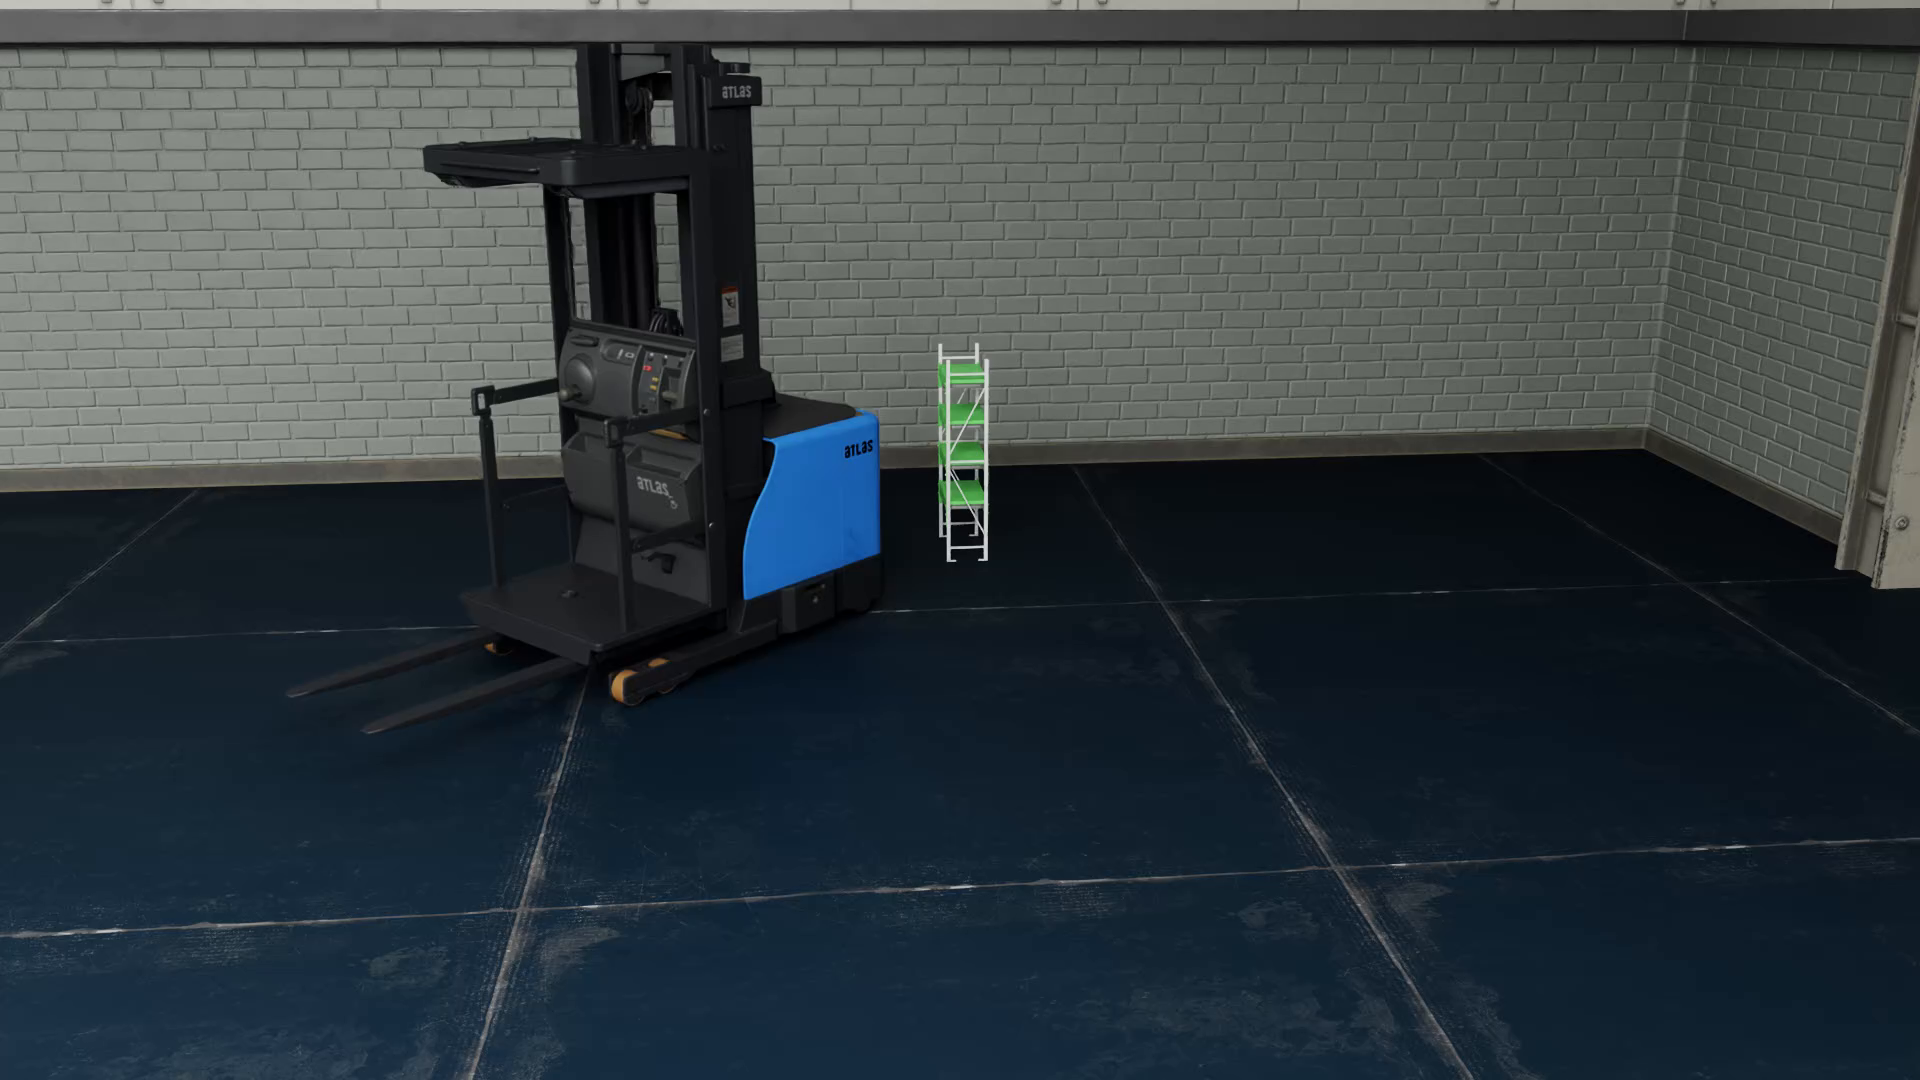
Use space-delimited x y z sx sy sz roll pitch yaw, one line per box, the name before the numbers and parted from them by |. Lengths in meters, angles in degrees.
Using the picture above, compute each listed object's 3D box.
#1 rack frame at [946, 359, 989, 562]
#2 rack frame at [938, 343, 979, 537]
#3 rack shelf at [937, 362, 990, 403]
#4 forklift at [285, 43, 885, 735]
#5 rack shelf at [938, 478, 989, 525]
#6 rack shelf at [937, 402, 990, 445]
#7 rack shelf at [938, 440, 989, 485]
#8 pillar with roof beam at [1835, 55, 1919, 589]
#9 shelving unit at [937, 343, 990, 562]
rack frame | 0.042 -0.450 9.609 0.240 1.200 0.015 -2 18 -6
rack frame | -0.008 -0.596 10.072 0.240 1.200 0.015 -2 18 -6
rack shelf | 0.017 -0.920 9.716 0.258 0.148 0.480 -2 18 -6
forklift | -1.737 -0.797 7.821 1.130 2.935 3.031 14 22 38
rack shelf | 0.017 -0.233 9.931 0.258 0.148 0.480 -2 18 -6
rack shelf | 0.017 -0.691 9.788 0.258 0.148 0.480 -2 18 -6
rack shelf | 0.017 -0.462 9.859 0.258 0.148 0.480 -2 18 -6
pillar with roof beam | 0.979 -3.950 7.736 9.100 9.000 0.400 -2 18 -6
shelving unit | 0.017 -0.523 9.840 0.258 1.200 0.503 -2 18 -6
